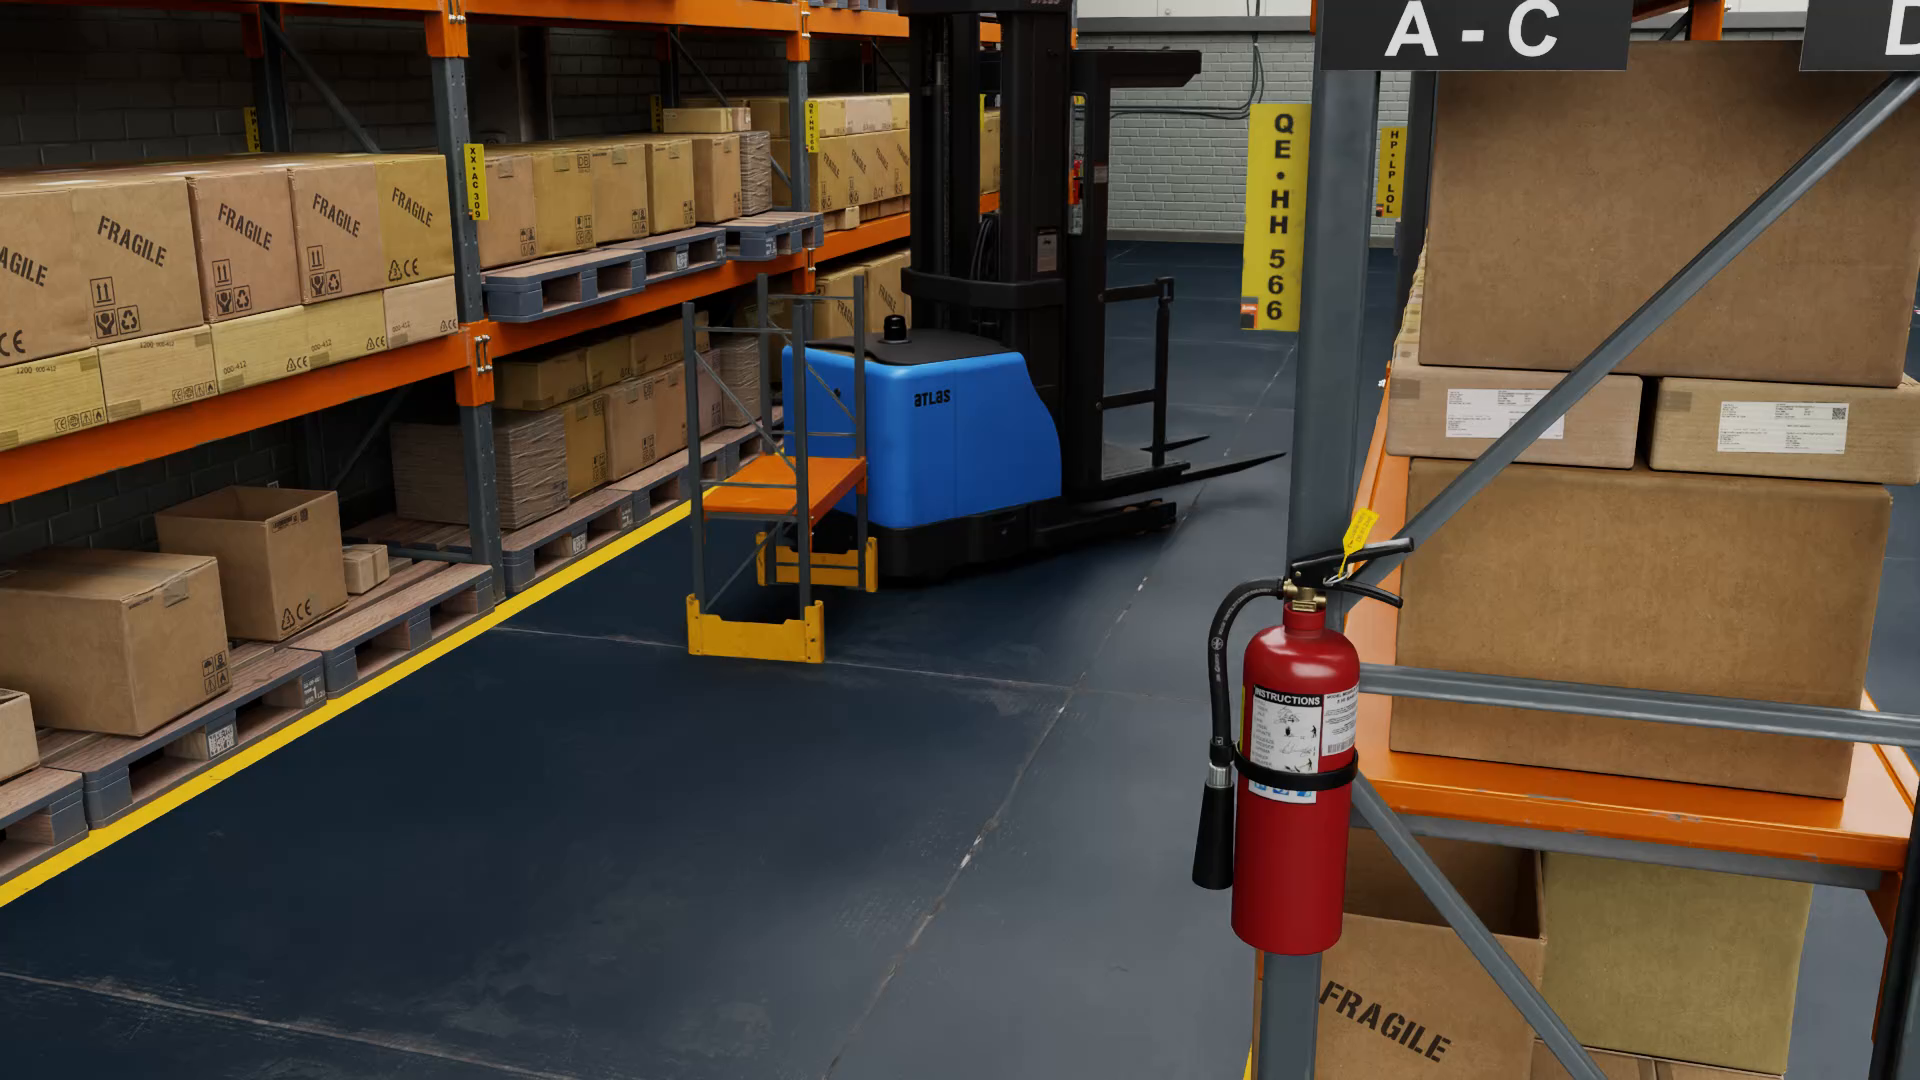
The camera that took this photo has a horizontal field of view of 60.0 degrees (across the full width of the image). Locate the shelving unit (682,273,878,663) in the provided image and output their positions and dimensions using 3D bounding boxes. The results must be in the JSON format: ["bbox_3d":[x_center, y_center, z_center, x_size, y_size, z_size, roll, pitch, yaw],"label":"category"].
[{"bbox_3d":[-0.778,-0.362,7.357,0.587,1.500,1.083,3,16,10],"label":"shelving unit"}]

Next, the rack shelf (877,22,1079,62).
[{"bbox_3d":[0.211,-4.894,16.409,1.077,0.370,4.000,5,16,16],"label":"rack shelf"}]

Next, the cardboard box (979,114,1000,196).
[{"bbox_3d":[-0.188,-3.559,15.331,0.980,0.700,0.700,5,17,17],"label":"cardboard box"}]

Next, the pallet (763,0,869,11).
[{"bbox_3d":[-1.362,-3.752,11.411,1.213,0.211,1.003,5,17,18],"label":"pallet"}]

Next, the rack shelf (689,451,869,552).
[{"bbox_3d":[-0.780,-0.187,7.398,0.538,0.185,1.000,3,16,10],"label":"rack shelf"}]

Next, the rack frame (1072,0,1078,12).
[{"bbox_3d":[0.779,-7.207,17.747,1.000,3.000,0.127,5,16,16],"label":"rack frame"}]

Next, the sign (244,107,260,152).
[{"bbox_3d":[-3.164,-1.780,7.487,0.100,0.325,0.005,5,16,16],"label":"sign"}]

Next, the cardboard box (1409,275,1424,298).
[{"bbox_3d":[1.202,-0.496,3.710,0.380,0.149,0.250,5,17,18],"label":"cardboard box"}]

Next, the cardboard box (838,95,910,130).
[{"bbox_3d":[-0.689,-3.294,12.806,0.500,0.250,0.500,4,16,15],"label":"cardboard box"}]

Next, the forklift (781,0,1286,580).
[{"bbox_3d":[0.546,-1.522,8.824,3.031,2.935,1.130,-12,20,-37],"label":"forklift"}]

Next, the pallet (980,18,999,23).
[{"bbox_3d":[0.234,-5.206,16.352,1.003,0.211,1.213,5,16,16],"label":"pallet"}]

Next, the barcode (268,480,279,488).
[{"bbox_3d":[-3.014,-0.222,7.302,0.001,0.075,0.075,5,16,16],"label":"barcode"}]

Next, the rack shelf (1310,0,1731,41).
[{"bbox_3d":[1.551,-1.372,3.990,1.077,0.370,4.000,5,16,16],"label":"rack shelf"}]

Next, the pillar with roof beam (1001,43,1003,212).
[{"bbox_3d":[4.845,-7.646,19.297,9.100,9.000,0.400,5,16,16],"label":"pillar with roof beam"}]

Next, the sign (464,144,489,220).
[{"bbox_3d":[-2.108,-1.558,7.237,0.100,0.325,0.005,5,16,16],"label":"sign"}]

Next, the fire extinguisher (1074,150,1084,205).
[{"bbox_3d":[1.265,-4.108,18.640,0.296,0.674,0.183,5,16,16],"label":"fire extinguisher"}]

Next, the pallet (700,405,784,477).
[{"bbox_3d":[-1.718,-0.682,10.846,1.003,0.211,1.213,5,16,16],"label":"pallet"}]

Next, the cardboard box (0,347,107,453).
[{"bbox_3d":[-3.040,-0.445,5.139,0.500,0.250,0.500,4,16,15],"label":"cardboard box"}]

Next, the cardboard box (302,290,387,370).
[{"bbox_3d":[-2.624,-0.842,6.537,0.500,0.250,0.500,5,17,16],"label":"cardboard box"}]

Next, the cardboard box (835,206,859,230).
[{"bbox_3d":[-0.942,-2.313,11.910,0.380,0.149,0.250,5,17,18],"label":"cardboard box"}]

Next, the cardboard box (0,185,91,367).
[{"bbox_3d":[-3.041,-0.798,5.009,0.500,0.500,0.500,4,16,14],"label":"cardboard box"}]

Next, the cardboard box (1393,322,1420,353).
[{"bbox_3d":[0.982,-0.295,3.000,0.380,0.149,0.250,5,17,17],"label":"cardboard box"}]

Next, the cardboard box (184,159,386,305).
[{"bbox_3d":[-2.605,-1.201,6.430,0.500,0.500,0.500,5,16,16],"label":"cardboard box"}]

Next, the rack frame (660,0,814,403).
[{"bbox_3d":[-1.494,-2.228,11.186,1.000,3.000,0.127,5,16,16],"label":"rack frame"}]

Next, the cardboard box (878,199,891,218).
[{"bbox_3d":[-0.753,-2.587,12.876,0.380,0.149,0.250,5,17,16],"label":"cardboard box"}]

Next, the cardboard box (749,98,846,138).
[{"bbox_3d":[-1.110,-2.896,11.402,0.500,0.250,0.500,5,17,17],"label":"cardboard box"}]

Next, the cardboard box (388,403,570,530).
[{"bbox_3d":[-2.438,-0.384,8.461,0.700,0.500,0.500,5,17,18],"label":"cardboard box"}]

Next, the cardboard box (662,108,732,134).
[{"bbox_3d":[-1.641,-2.622,10.397,0.380,0.149,0.250,2,16,7],"label":"cardboard box"}]

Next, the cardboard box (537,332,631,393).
[{"bbox_3d":[-2.172,-0.997,9.247,0.500,0.250,0.500,4,16,14],"label":"cardboard box"}]

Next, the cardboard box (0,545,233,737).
[{"bbox_3d":[-3.066,0.345,5.891,0.700,0.500,0.500,4,16,12],"label":"cardboard box"}]

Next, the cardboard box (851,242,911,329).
[{"bbox_3d":[-0.667,-2.029,13.656,0.750,0.750,0.750,5,17,18],"label":"cardboard box"}]

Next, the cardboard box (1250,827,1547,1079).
[{"bbox_3d":[0.850,0.845,3.248,0.500,0.500,0.500,5,16,16],"label":"cardboard box"}]

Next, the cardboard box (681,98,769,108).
[{"bbox_3d":[-1.614,-2.928,11.516,0.500,0.250,0.500,5,17,17],"label":"cardboard box"}]

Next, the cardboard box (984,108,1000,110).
[{"bbox_3d":[0.448,-4.140,17.377,0.980,0.700,0.700,4,16,15],"label":"cardboard box"}]

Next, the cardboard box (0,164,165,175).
[{"bbox_3d":[-3.262,-1.108,6.101,0.500,0.500,0.500,5,17,17],"label":"cardboard box"}]

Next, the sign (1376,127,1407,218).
[{"bbox_3d":[1.597,-1.356,6.138,0.100,0.325,0.005,5,16,16],"label":"sign"}]

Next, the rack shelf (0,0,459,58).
[{"bbox_3d":[-3.199,-1.755,5.341,1.077,0.370,4.000,5,16,16],"label":"rack shelf"}]

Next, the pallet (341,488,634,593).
[{"bbox_3d":[-2.411,-0.043,8.596,1.003,0.211,1.213,5,16,16],"label":"pallet"}]

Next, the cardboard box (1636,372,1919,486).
[{"bbox_3d":[1.301,-0.198,2.657,0.380,0.149,0.250,5,16,15],"label":"cardboard box"}]

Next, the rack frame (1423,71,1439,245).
[{"bbox_3d":[3.256,-1.844,9.835,1.000,3.000,0.127,5,16,16],"label":"rack frame"}]

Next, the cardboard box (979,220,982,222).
[{"bbox_3d":[0.305,-3.291,17.559,0.380,0.149,0.250,5,17,16],"label":"cardboard box"}]

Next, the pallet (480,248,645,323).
[{"bbox_3d":[-2.274,-1.278,8.188,1.003,0.211,1.213,5,16,16],"label":"pallet"}]

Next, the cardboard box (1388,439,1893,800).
[{"bbox_3d":[1.128,0.079,2.870,0.700,0.500,0.500,5,16,16],"label":"cardboard box"}]

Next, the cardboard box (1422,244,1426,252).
[{"bbox_3d":[1.421,-0.697,4.419,0.380,0.149,0.250,4,16,15],"label":"cardboard box"}]

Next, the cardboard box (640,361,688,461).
[{"bbox_3d":[-2.021,-0.786,9.880,0.700,0.500,0.500,5,16,16],"label":"cardboard box"}]

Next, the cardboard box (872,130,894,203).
[{"bbox_3d":[-0.811,-2.802,12.445,0.500,0.500,0.500,5,16,16],"label":"cardboard box"}]

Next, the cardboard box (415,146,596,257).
[{"bbox_3d":[-2.288,-1.717,8.397,0.700,0.500,0.500,6,17,22],"label":"cardboard box"}]

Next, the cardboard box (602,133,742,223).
[{"bbox_3d":[-1.751,-2.215,10.153,0.700,0.500,0.500,3,16,11],"label":"cardboard box"}]

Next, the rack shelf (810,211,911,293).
[{"bbox_3d":[-0.926,-2.405,13.129,1.077,0.370,4.000,5,16,16],"label":"rack shelf"}]
